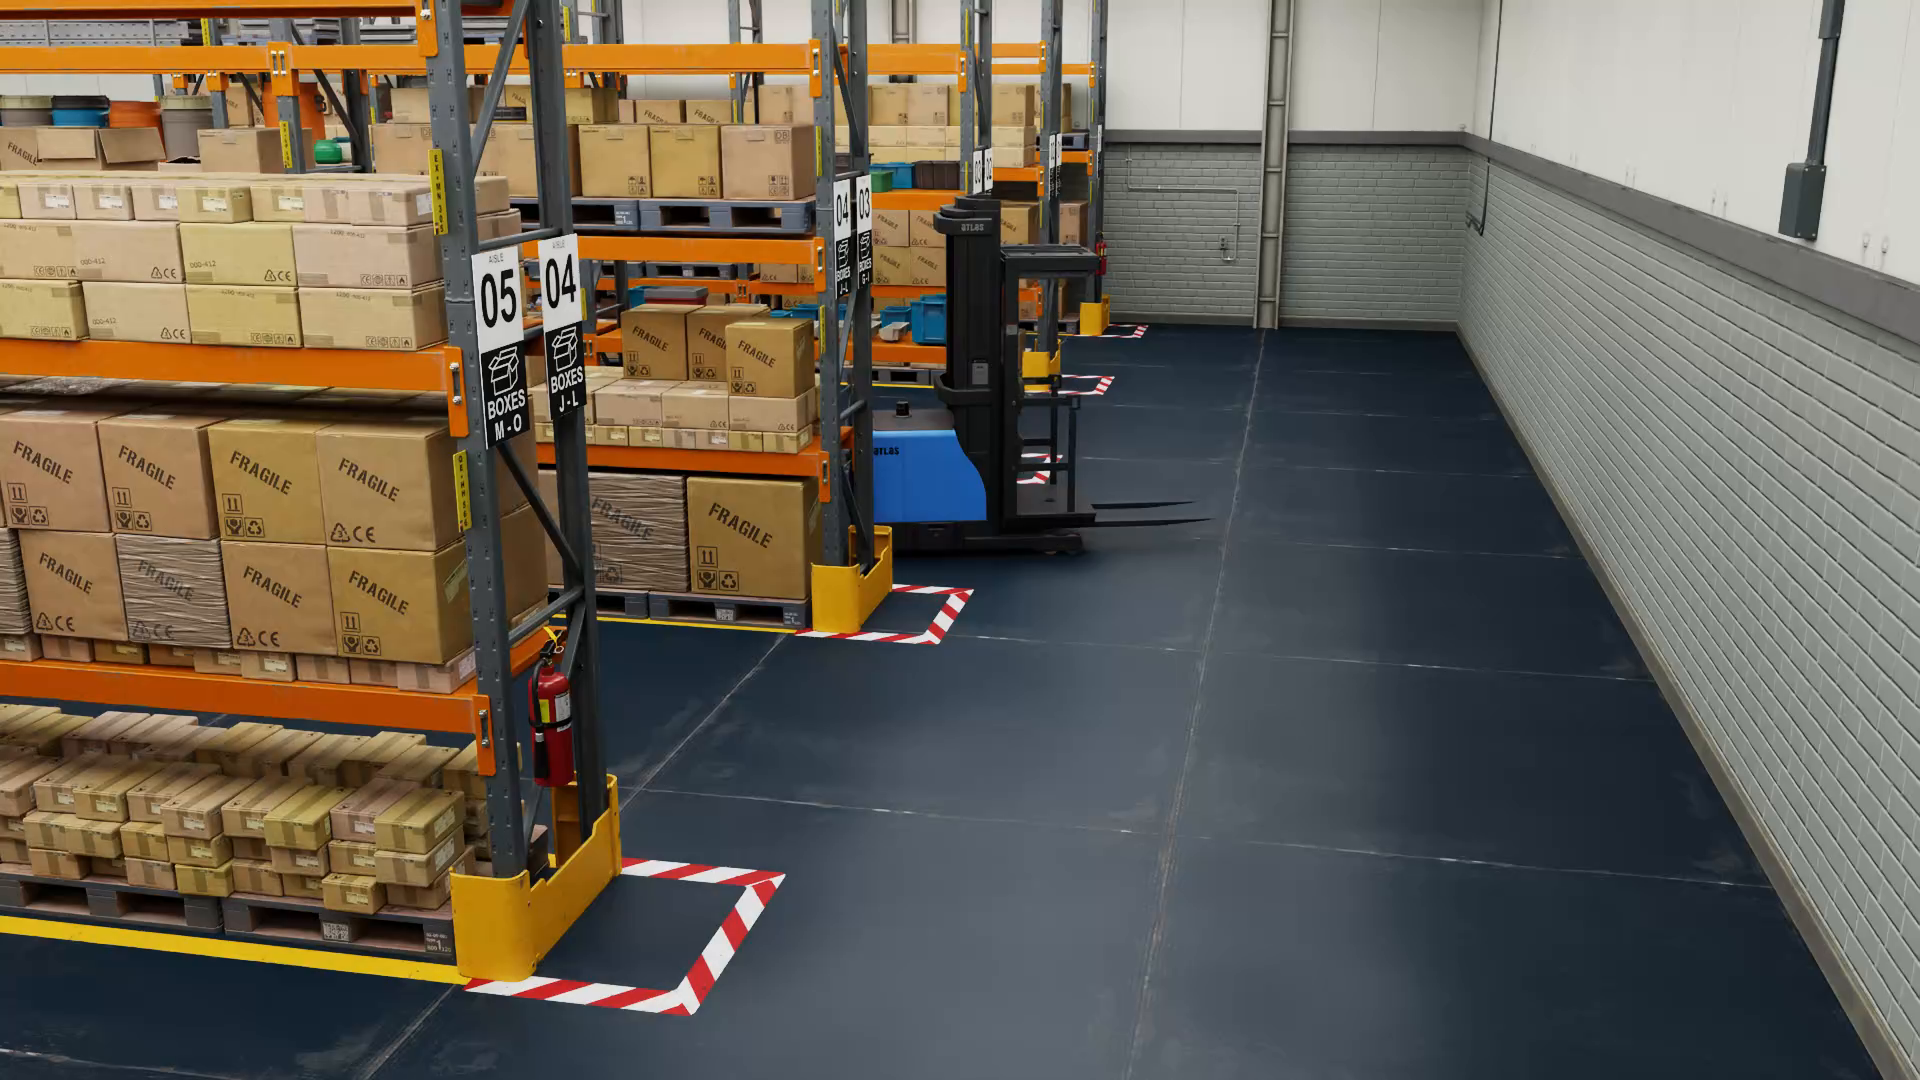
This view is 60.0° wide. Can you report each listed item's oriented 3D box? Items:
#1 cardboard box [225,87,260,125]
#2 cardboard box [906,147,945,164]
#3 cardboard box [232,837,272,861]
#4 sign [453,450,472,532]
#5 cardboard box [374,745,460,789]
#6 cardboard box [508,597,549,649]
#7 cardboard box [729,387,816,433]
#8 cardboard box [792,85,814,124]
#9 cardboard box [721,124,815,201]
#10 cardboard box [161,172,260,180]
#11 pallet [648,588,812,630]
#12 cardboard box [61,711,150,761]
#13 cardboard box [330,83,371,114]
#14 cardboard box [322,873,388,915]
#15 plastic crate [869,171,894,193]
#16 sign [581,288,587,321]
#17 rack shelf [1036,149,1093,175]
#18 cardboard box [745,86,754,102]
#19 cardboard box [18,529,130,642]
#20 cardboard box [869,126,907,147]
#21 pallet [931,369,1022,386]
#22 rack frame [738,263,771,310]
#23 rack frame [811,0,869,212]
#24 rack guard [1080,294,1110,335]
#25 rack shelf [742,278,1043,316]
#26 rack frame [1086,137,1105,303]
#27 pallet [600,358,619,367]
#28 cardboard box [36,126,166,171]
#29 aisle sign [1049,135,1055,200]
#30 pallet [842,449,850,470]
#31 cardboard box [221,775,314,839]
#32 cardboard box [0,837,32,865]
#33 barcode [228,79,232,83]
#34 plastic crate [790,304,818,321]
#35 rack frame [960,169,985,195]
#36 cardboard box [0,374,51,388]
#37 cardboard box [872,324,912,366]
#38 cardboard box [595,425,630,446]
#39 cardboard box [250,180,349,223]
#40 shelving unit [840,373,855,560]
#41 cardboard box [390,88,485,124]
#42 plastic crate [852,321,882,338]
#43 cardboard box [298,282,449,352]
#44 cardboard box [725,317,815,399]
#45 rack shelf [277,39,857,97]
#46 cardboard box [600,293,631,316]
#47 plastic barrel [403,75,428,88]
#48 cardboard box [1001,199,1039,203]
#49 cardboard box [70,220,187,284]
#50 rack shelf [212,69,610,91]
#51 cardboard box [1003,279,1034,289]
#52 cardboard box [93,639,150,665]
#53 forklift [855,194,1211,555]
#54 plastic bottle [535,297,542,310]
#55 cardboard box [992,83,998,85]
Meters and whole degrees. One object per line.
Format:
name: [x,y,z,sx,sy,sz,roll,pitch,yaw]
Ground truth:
cardboard box: [-10.011,-6.049,23.182,0.500,0.500,0.500,3,16,12]
cardboard box: [-0.385,-4.901,21.229,0.500,0.250,0.500,3,16,11]
cardboard box: [-3.240,1.373,7.914,0.250,0.149,0.380,3,16,10]
sign: [-2.044,-0.200,6.834,0.005,0.325,0.100,3,16,11]
cardboard box: [-2.653,1.151,8.157,0.250,0.149,0.380,3,16,12]
cardboard box: [-2.166,0.384,7.956,0.250,0.149,0.380,3,16,11]
cardboard box: [-1.354,-0.953,12.038,0.500,0.250,0.500,3,16,10]
cardboard box: [-1.822,-5.626,21.504,0.500,0.500,0.700,3,16,11]
cardboard box: [-1.346,-2.684,11.781,0.500,0.500,0.700,2,16,8]
cardboard box: [-3.434,-1.607,7.652,0.250,0.149,0.380,4,16,13]
pallet: [-1.625,0.396,12.667,1.213,0.211,1.003,3,16,11]
cardboard box: [-4.407,1.028,8.600,0.250,0.149,0.380,2,16,8]
cardboard box: [-10.169,-7.392,27.844,0.500,0.500,0.500,2,16,6]
cardboard box: [-2.743,1.577,7.733,0.250,0.149,0.380,4,16,13]
plastic crate: [-0.863,-3.543,16.440,0.336,0.188,0.450,3,16,11]
sign: [-3.870,-2.424,17.105,0.005,0.325,0.100,3,16,11]
rack shelf: [0.175,-6.018,26.328,4.000,0.370,1.077,3,16,11]
cardboard box: [-3.165,-7.200,26.829,0.500,0.250,0.500,3,16,9]
cardboard box: [-3.894,0.136,7.638,0.500,0.500,0.500,4,16,14]
cardboard box: [-0.873,-5.171,21.266,0.500,0.250,0.500,3,16,11]
pallet: [0.296,-2.219,22.109,1.213,0.211,1.003,3,16,11]
rack frame: [-2.768,-3.730,22.338,0.127,3.000,1.000,3,16,11]
rack frame: [-0.826,-3.817,11.414,0.127,3.000,1.000,3,16,11]
rack guard: [2.159,-3.607,26.578,0.348,0.500,1.175,3,16,11]
rack shelf: [-0.808,-3.277,22.050,4.000,0.370,1.077,3,16,11]
rack frame: [2.135,-4.813,26.249,0.127,3.000,1.000,3,16,11]
pallet: [-4.772,-2.484,23.063,1.213,0.211,1.003,3,16,11]
cardboard box: [-6.660,-2.946,12.909,0.637,0.503,0.797,3,16,10]
aisle sign: [1.157,-4.686,20.920,0.004,0.787,0.394,3,16,11]
pallet: [-0.640,-0.932,17.460,1.213,0.211,1.003,3,16,11]
cardboard box: [-3.238,1.250,7.800,0.250,0.149,0.380,2,16,9]
cardboard box: [-4.496,1.448,8.200,0.250,0.149,0.380,2,16,9]
barcode: [-12.749,-8.022,29.030,0.075,0.075,0.001,3,16,11]
plastic crate: [-1.600,-2.355,17.576,0.300,0.233,0.416,3,16,11]
rack frame: [0.161,-2.221,16.893,0.127,3.000,1.000,3,16,11]
cardboard box: [-4.811,-0.540,8.203,0.500,0.500,0.500,3,16,9]
cardboard box: [-0.926,-2.640,22.257,0.637,0.503,0.797,3,16,11]
cardboard box: [-2.496,-0.805,12.250,0.250,0.149,0.380,3,16,11]
cardboard box: [-2.772,-1.433,7.025,0.250,0.149,0.380,3,16,9]
shelving unit: [-1.457,-0.636,13.978,1.048,1.500,0.538,2,16,9]
cardboard box: [-3.826,-3.193,12.213,0.500,0.250,0.500,2,16,7]
plastic crate: [-0.955,-2.139,16.975,0.243,0.136,0.396,3,16,11]
cardboard box: [-2.412,-0.962,7.008,0.500,0.250,0.500,3,16,10]
cardboard box: [-1.356,-1.315,11.941,0.500,0.500,0.500,3,16,12]
rack shelf: [-2.786,-3.384,11.948,4.000,0.370,1.077,3,16,11]
cardboard box: [-4.665,-3.268,23.124,0.500,0.250,0.500,3,16,10]
plastic barrel: [-5.462,-4.375,17.321,0.708,0.901,0.600,3,16,11]
cardboard box: [0.918,-5.018,26.426,0.700,0.700,0.980,3,16,11]
cardboard box: [-3.418,-1.261,7.150,0.500,0.250,0.500,3,16,12]
rack shelf: [-5.719,-4.892,17.394,4.000,0.370,1.077,3,16,11]
cardboard box: [0.659,-3.518,21.386,0.500,0.500,0.500,4,16,13]
cardboard box: [-3.797,0.443,7.746,0.250,0.149,0.380,3,16,12]
forklift: [0.622,-1.429,14.159,3.031,2.935,1.130,-1,16,-5]
plastic bottle: [-4.603,-2.529,18.245,0.097,0.271,0.097,0,15,0]
cardboard box: [0.362,-6.821,25.780,0.500,0.500,0.500,2,16,9]
